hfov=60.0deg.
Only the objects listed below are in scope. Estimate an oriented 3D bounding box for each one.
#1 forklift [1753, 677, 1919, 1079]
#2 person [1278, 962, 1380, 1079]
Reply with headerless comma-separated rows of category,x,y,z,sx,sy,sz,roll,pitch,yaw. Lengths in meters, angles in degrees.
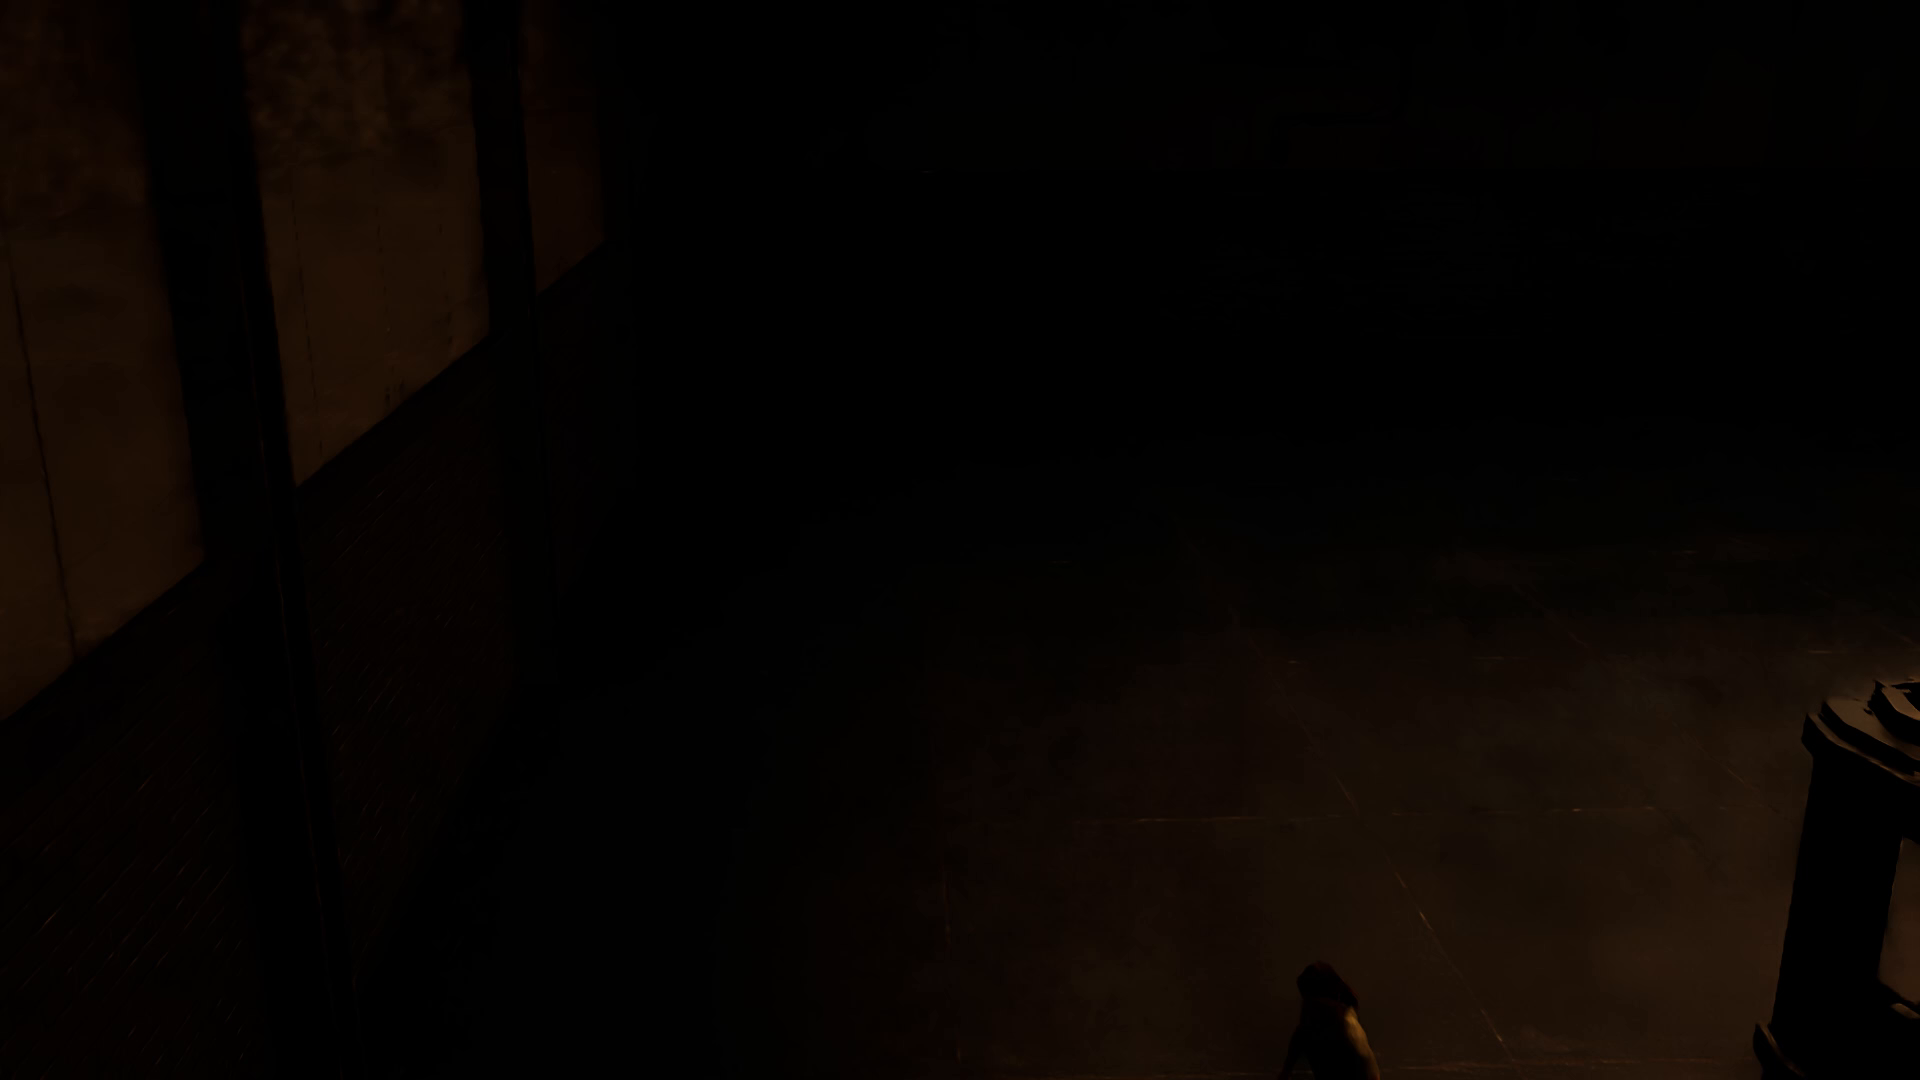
forklift,2.004,-1.536,3.927,3.031,2.935,1.130,-4,18,-14
person,-0.408,-0.998,4.745,0.692,1.465,0.609,5,18,15
